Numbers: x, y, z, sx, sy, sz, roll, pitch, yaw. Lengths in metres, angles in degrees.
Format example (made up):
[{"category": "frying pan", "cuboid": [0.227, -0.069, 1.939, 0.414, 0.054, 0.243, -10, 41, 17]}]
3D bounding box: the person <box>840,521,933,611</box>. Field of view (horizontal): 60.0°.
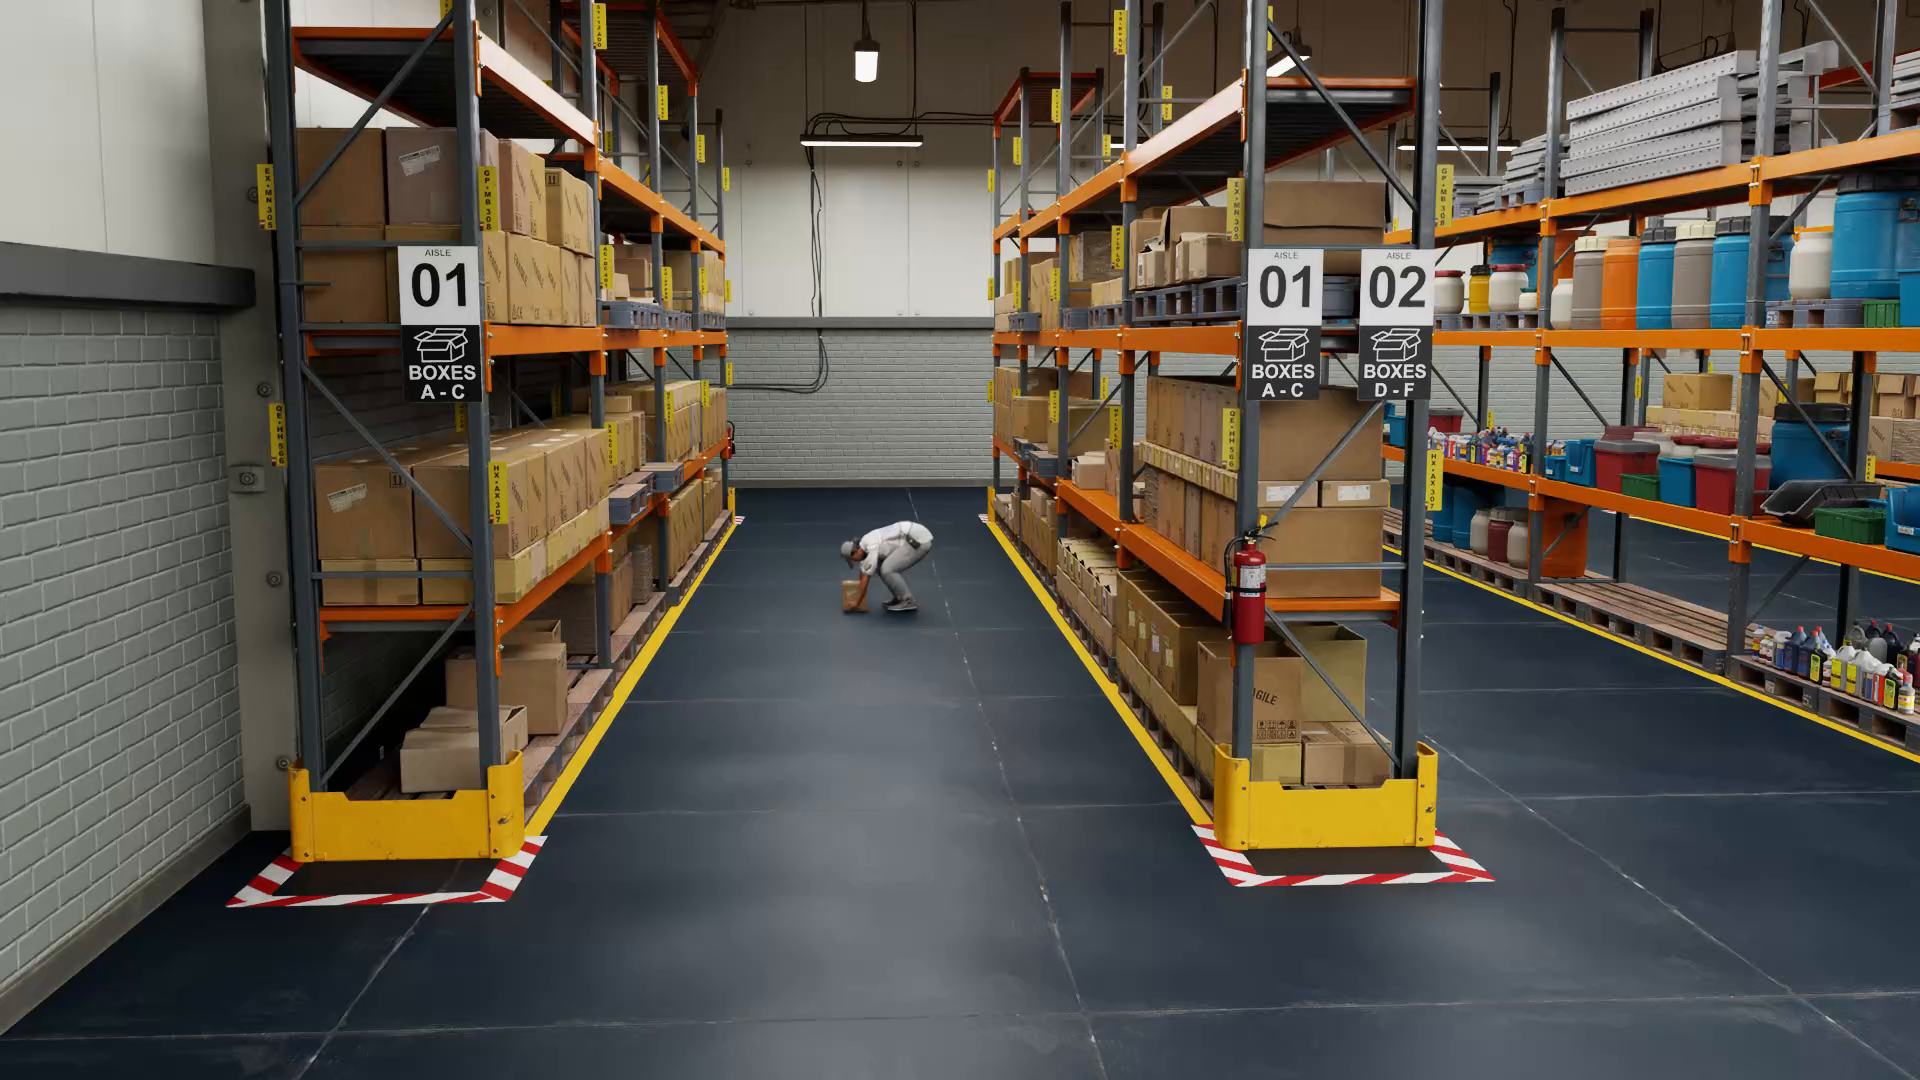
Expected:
[{"category": "person", "cuboid": [-0.739, 0.263, 16.811, 0.936, 0.886, 0.513, -1, 7, -6]}]
